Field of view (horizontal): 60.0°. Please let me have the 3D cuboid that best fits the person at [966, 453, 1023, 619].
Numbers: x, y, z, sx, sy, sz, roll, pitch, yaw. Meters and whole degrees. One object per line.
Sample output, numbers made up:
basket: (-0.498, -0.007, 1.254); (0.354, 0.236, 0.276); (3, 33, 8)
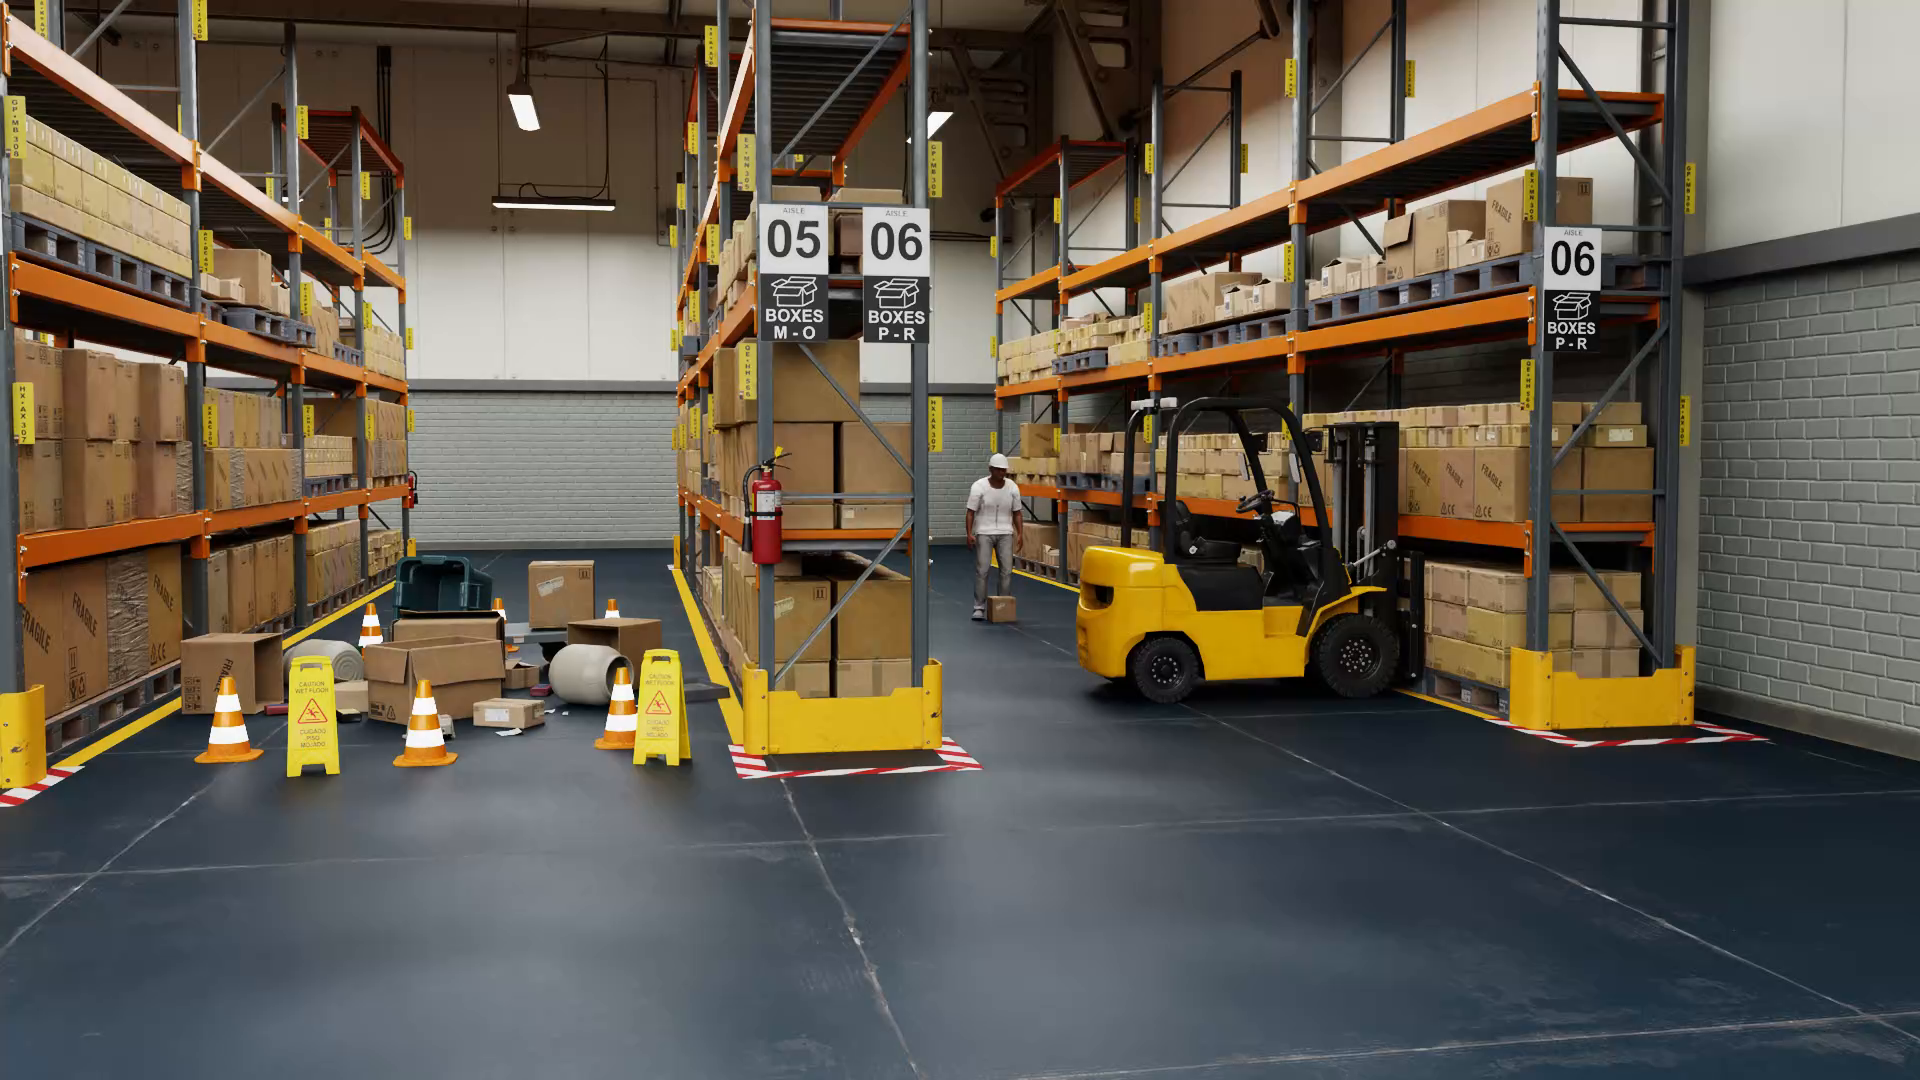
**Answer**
person: (0.370, -0.040, 17.681); (0.628, 1.761, 0.457); (-1, 3, -14)
